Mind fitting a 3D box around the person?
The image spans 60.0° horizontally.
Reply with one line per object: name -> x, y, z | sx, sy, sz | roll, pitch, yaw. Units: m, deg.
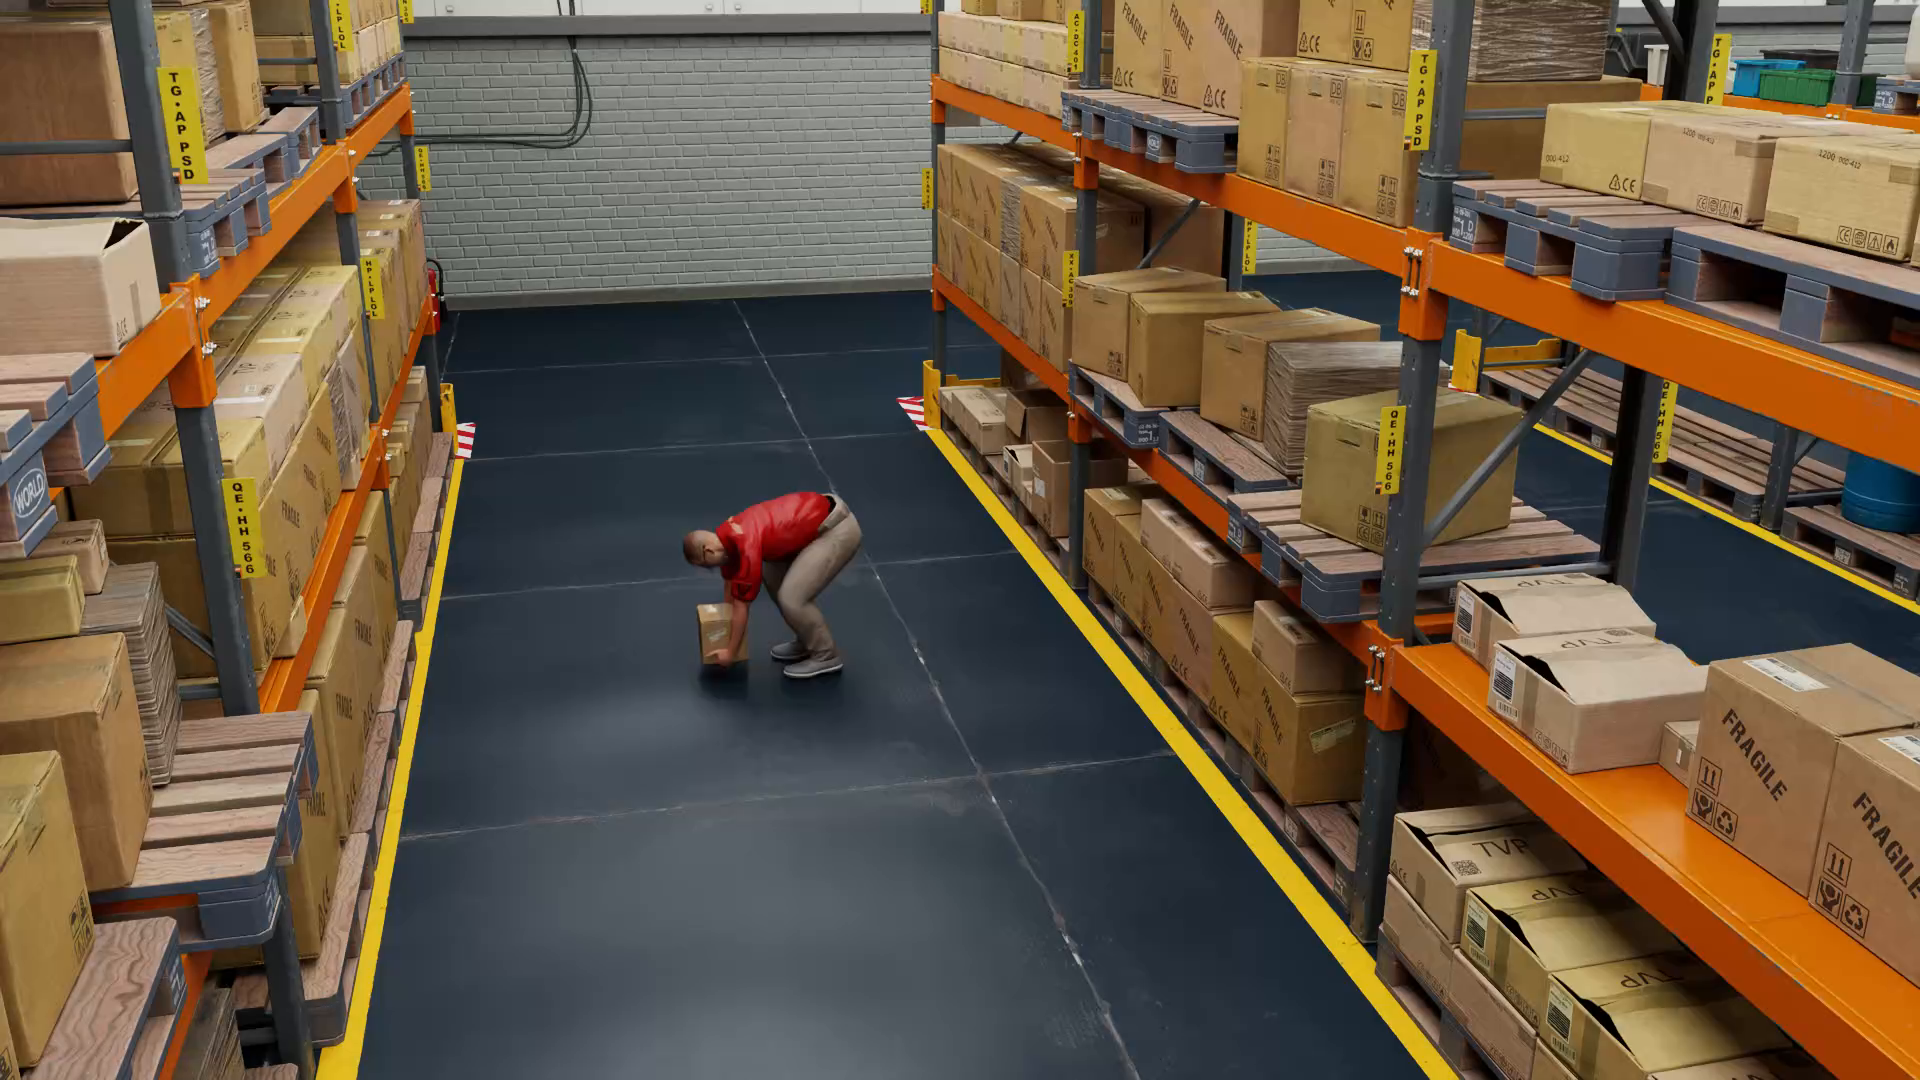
person -> -1.019, 0.245, 9.031 | 0.939, 0.976, 0.520 | -5, 20, -15
